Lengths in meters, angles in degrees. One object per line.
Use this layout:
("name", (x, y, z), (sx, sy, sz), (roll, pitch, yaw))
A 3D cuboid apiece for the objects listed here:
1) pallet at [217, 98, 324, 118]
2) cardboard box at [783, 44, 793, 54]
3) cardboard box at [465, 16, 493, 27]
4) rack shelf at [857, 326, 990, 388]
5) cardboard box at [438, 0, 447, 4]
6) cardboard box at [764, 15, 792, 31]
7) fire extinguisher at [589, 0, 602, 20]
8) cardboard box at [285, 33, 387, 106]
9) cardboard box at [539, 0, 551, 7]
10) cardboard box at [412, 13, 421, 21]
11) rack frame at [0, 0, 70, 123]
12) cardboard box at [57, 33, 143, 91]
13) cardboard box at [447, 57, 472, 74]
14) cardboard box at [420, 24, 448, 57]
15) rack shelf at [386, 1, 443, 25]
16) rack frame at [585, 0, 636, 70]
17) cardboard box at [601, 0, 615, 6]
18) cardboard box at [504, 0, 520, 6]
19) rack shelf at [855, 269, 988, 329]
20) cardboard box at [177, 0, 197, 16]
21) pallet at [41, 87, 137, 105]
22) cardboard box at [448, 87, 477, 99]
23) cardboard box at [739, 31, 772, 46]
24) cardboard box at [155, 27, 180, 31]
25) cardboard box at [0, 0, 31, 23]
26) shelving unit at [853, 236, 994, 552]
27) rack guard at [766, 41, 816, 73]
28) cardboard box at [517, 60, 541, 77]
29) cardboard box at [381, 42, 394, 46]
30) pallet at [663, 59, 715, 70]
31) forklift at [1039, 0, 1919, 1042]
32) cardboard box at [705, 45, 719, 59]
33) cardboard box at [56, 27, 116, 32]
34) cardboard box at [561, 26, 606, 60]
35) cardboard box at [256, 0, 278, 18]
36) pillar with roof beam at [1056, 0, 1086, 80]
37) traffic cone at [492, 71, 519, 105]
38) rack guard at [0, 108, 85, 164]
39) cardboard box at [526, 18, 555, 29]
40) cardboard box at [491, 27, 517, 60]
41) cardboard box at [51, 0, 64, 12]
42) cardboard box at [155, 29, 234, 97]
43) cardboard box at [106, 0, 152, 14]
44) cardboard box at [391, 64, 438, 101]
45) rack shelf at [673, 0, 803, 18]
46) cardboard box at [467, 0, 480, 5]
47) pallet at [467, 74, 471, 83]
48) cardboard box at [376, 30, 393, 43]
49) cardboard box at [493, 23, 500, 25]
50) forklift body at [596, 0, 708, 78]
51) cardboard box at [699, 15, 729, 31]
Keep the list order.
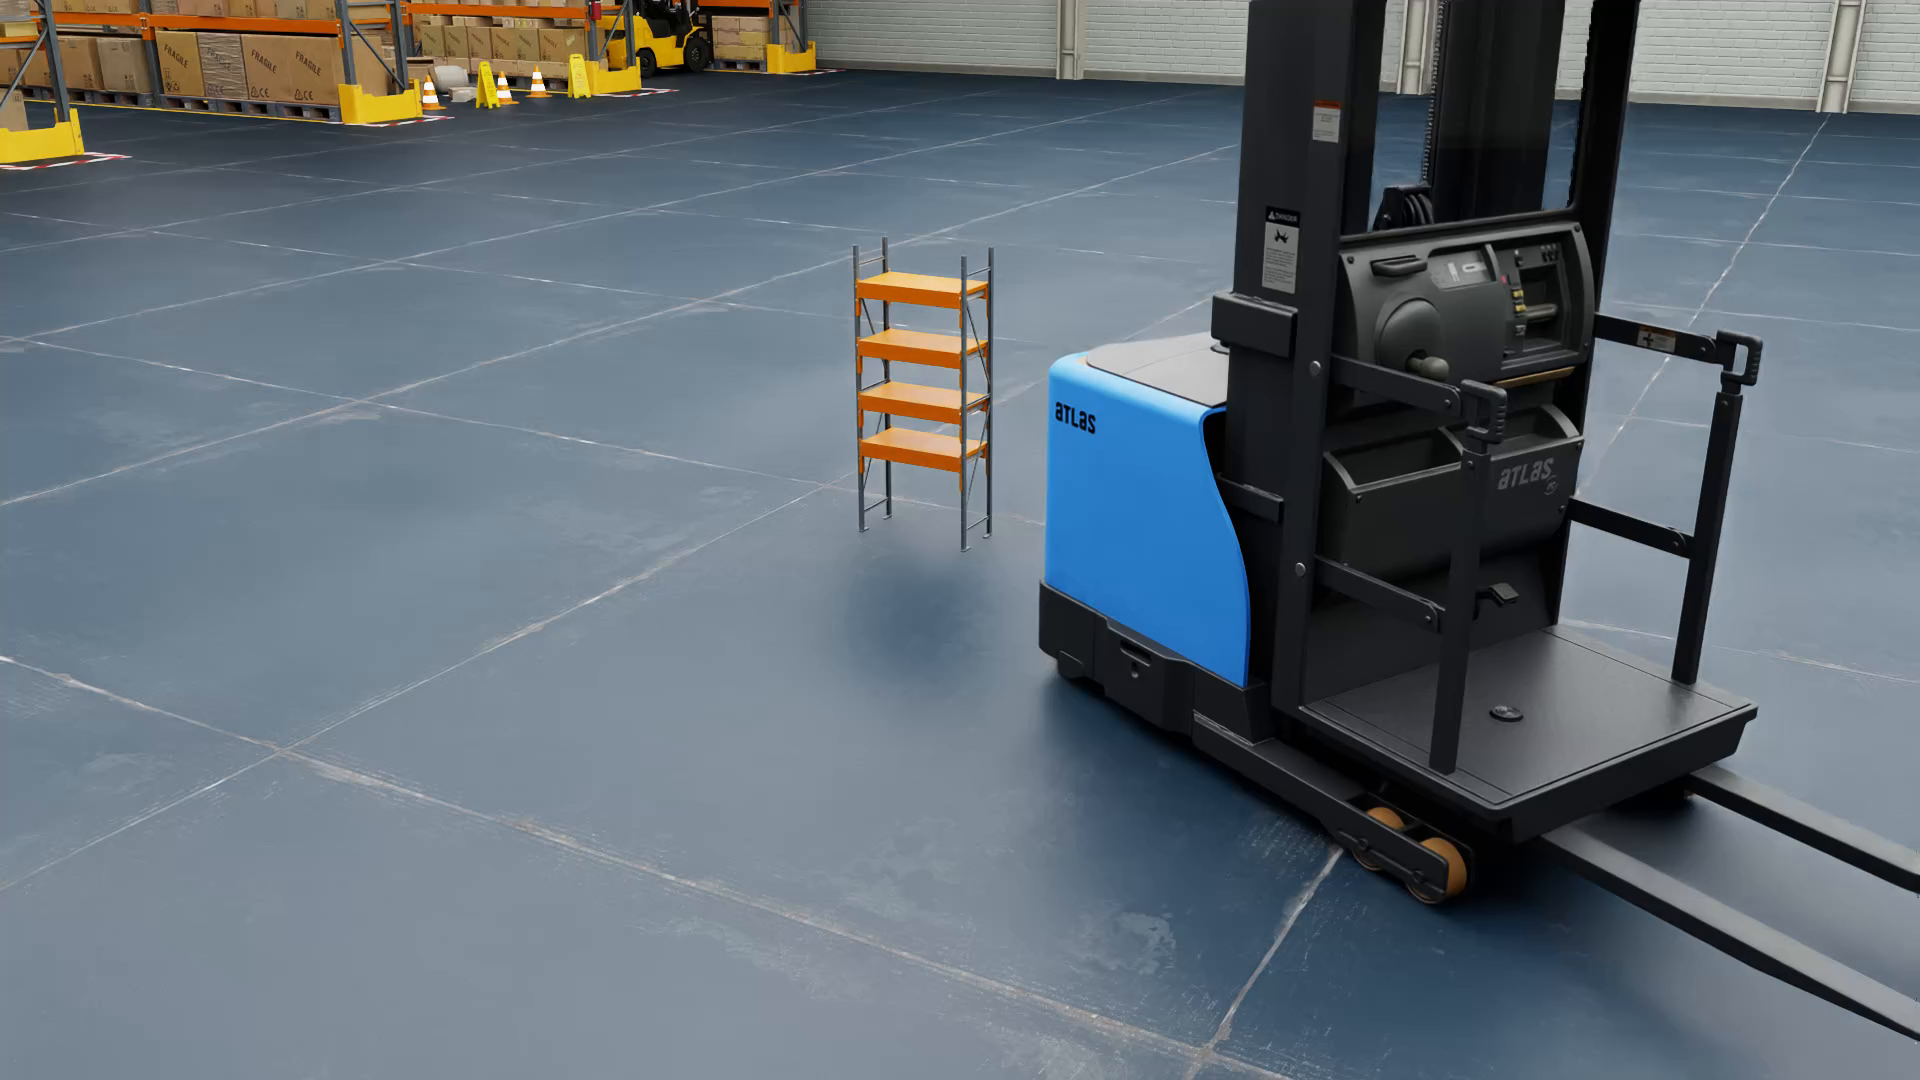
("pallet", (-9.680, -6.148, 23.504), (1.213, 0.211, 1.003), (11, 23, 27))
("cardboard box", (-3.473, -9.159, 31.133), (0.500, 0.250, 0.500), (11, 23, 28))
("cardboard box", (-7.900, -8.518, 27.313), (0.250, 0.149, 0.380), (12, 23, 30))
("rack shelf", (-0.145, -0.739, 6.683), (0.480, 0.148, 0.258), (11, 23, 27))
("cardboard box", (-8.438, -8.974, 27.573), (0.250, 0.149, 0.380), (11, 23, 27))
("cardboard box", (-3.467, -9.626, 30.952), (0.500, 0.250, 0.500), (10, 22, 26))
("fire extinguisher", (-5.682, -8.444, 25.857), (0.183, 0.674, 0.296), (11, 23, 27))
("cardboard box", (-8.507, -6.437, 22.713), (0.875, 0.875, 0.875), (11, 23, 28))
("cardboard box", (-6.476, -8.575, 26.473), (0.250, 0.149, 0.380), (10, 22, 26))
("cardboard box", (-11.140, -10.872, 34.537), (0.250, 0.149, 0.380), (10, 22, 26))
("rack frame", (-10.390, -5.686, 18.141), (0.127, 3.000, 1.000), (11, 23, 27))
("cardboard box", (-12.801, -7.189, 24.968), (0.750, 0.750, 1.050), (11, 23, 27))
("cardboard box", (-8.194, -7.942, 27.778), (0.500, 0.250, 0.500), (12, 23, 30))
("cardboard box", (-8.665, -8.380, 27.885), (0.500, 0.500, 0.500), (12, 23, 30))
("rack shelf", (-10.795, -9.296, 29.148), (4.000, 0.370, 1.077), (11, 23, 27))
("rack frame", (-5.557, -8.636, 26.274), (0.127, 3.000, 1.000), (11, 23, 27))
("cardboard box", (-5.752, -8.636, 26.643), (0.250, 0.149, 0.380), (11, 23, 28))
("cardboard box", (-7.138, -8.708, 26.842), (0.250, 0.149, 0.380), (11, 22, 27))
("rack shelf", (-0.145, -0.961, 6.602), (0.480, 0.148, 0.258), (11, 23, 27))
("cardboard box", (-10.556, -7.739, 23.581), (0.550, 0.550, 0.875), (11, 23, 27))
("pallet", (-13.154, -6.809, 25.325), (1.213, 0.211, 1.003), (11, 23, 27))
("cardboard box", (-7.686, -6.913, 25.703), (0.380, 0.149, 0.250), (-11, 23, -29))
("cardboard box", (-3.717, -9.242, 30.628), (0.500, 0.250, 0.500), (10, 22, 27))
("cardboard box", (-14.660, -9.603, 31.440), (0.875, 0.875, 0.875), (12, 23, 29))
("cardboard box", (-10.857, -5.972, 18.348), (0.500, 0.500, 0.875), (11, 23, 27))
("shelving unit", (-0.145, -0.592, 6.736), (0.503, 1.200, 0.258), (11, 23, 27))
("rack guard", (-3.118, -8.935, 30.765), (0.348, 0.500, 1.175), (11, 23, 27))
("cardboard box", (-6.842, -7.684, 27.065), (0.500, 0.250, 0.500), (11, 23, 27))
("cardboard box", (-10.137, -8.469, 29.050), (0.625, 0.372, 0.950), (12, 23, 31))
("pallet", (-4.888, -9.122, 31.702), (1.213, 0.211, 1.003), (11, 23, 27))
("forklift", (1.489, -0.625, 4.289), (1.130, 2.935, 3.031), (-12, 23, -31))
("cardboard box", (-4.565, -9.175, 31.176), (0.500, 0.250, 0.500), (11, 23, 28))
("cardboard box", (-17.311, -9.910, 32.927), (0.875, 0.438, 0.875), (10, 22, 26))
("cardboard box", (-6.147, -8.114, 27.151), (0.500, 0.500, 0.500), (10, 22, 26))
("cardboard box", (-9.147, -7.480, 22.867), (0.550, 0.550, 0.875), (11, 23, 27))
("pillar with roof beam", (-0.169, -11.039, 24.102), (0.400, 9.000, 9.100), (11, 23, 27))
("traffic cone", (-6.806, -6.744, 24.779), (0.334, 0.463, 0.336), (11, 23, 27))
("rack guard", (-10.456, -4.524, 18.602), (0.348, 0.500, 1.175), (11, 23, 27))
("cardboard box", (-6.737, -8.295, 26.700), (0.250, 0.149, 0.380), (12, 23, 29))
("cardboard box", (-7.278, -8.121, 27.171), (0.500, 0.500, 0.500), (10, 22, 26))
("cardboard box", (-13.287, -8.117, 24.696), (0.500, 0.500, 0.500), (11, 22, 27))
("cardboard box", (-10.860, -6.884, 23.944), (0.875, 0.875, 0.875), (11, 23, 28))
("cardboard box", (-11.961, -7.865, 24.002), (0.500, 0.500, 0.500), (11, 22, 27))
("cardboard box", (-8.325, -7.001, 25.428), (0.637, 0.503, 0.797), (-4, 20, -10))
("rack shelf", (-4.885, -10.109, 31.389), (4.000, 0.370, 1.077), (11, 23, 27))
("cardboard box", (-7.818, -8.820, 27.149), (0.250, 0.149, 0.380), (11, 23, 28))
("pallet", (-8.445, -7.889, 28.305), (1.213, 0.211, 1.003), (11, 23, 27))
("cardboard box", (-11.950, -10.727, 35.088), (0.500, 0.500, 0.500), (10, 22, 25))
("cardboard box", (-7.957, -8.456, 28.095), (0.500, 0.500, 0.500), (11, 23, 28))
("forklift body", (-5.685, -9.488, 29.867), (1.214, 2.155, 2.313), (11, 23, 27))
("cardboard box", (-4.587, -9.637, 30.984), (0.500, 0.250, 0.500), (11, 23, 28))
